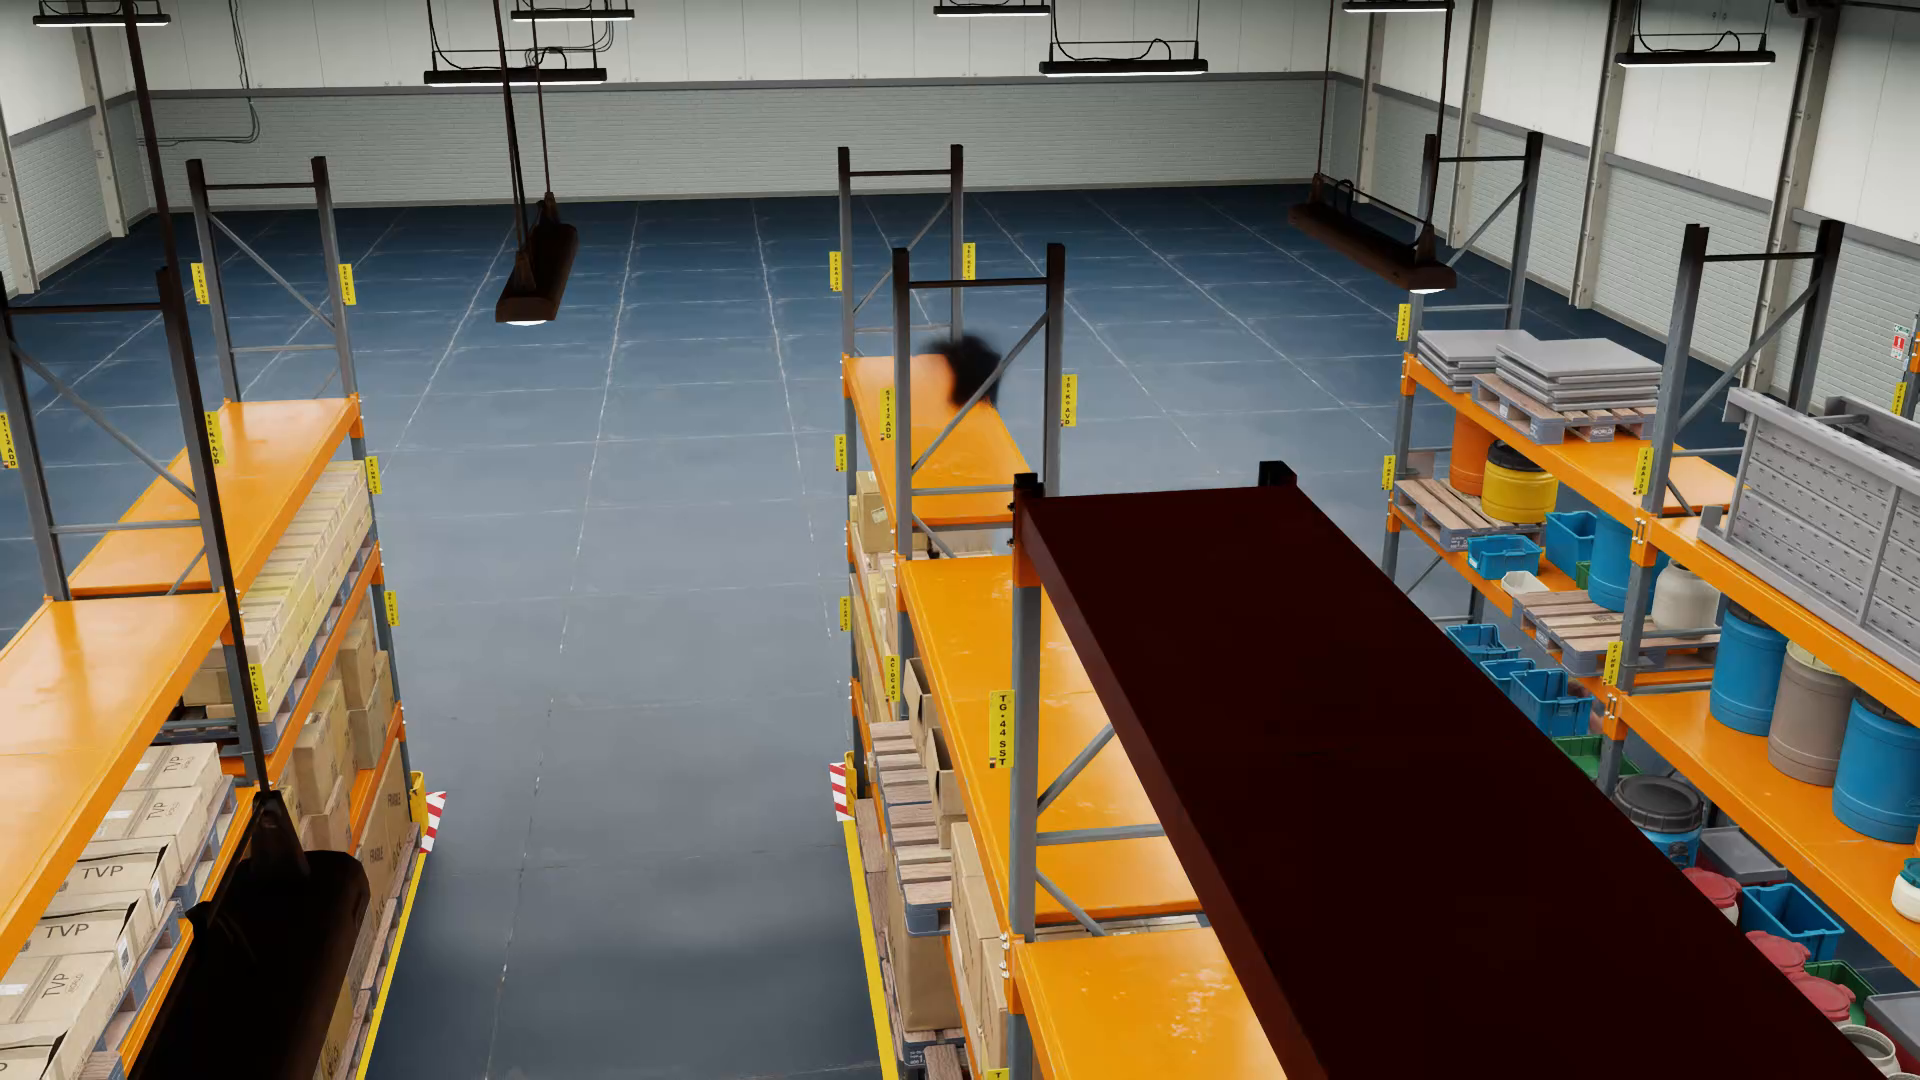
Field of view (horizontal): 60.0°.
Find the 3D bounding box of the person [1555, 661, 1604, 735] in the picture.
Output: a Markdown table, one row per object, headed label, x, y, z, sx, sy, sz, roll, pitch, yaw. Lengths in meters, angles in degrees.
| label | x | y | z | sx | sy | sz | roll | pitch | yaw |
| --- | --- | --- | --- | --- | --- | --- | --- | --- | --- |
| person | 5.978 | 1.389 | 16.009 | 0.601 | 1.626 | 0.997 | -18 | 28 | -38 |
